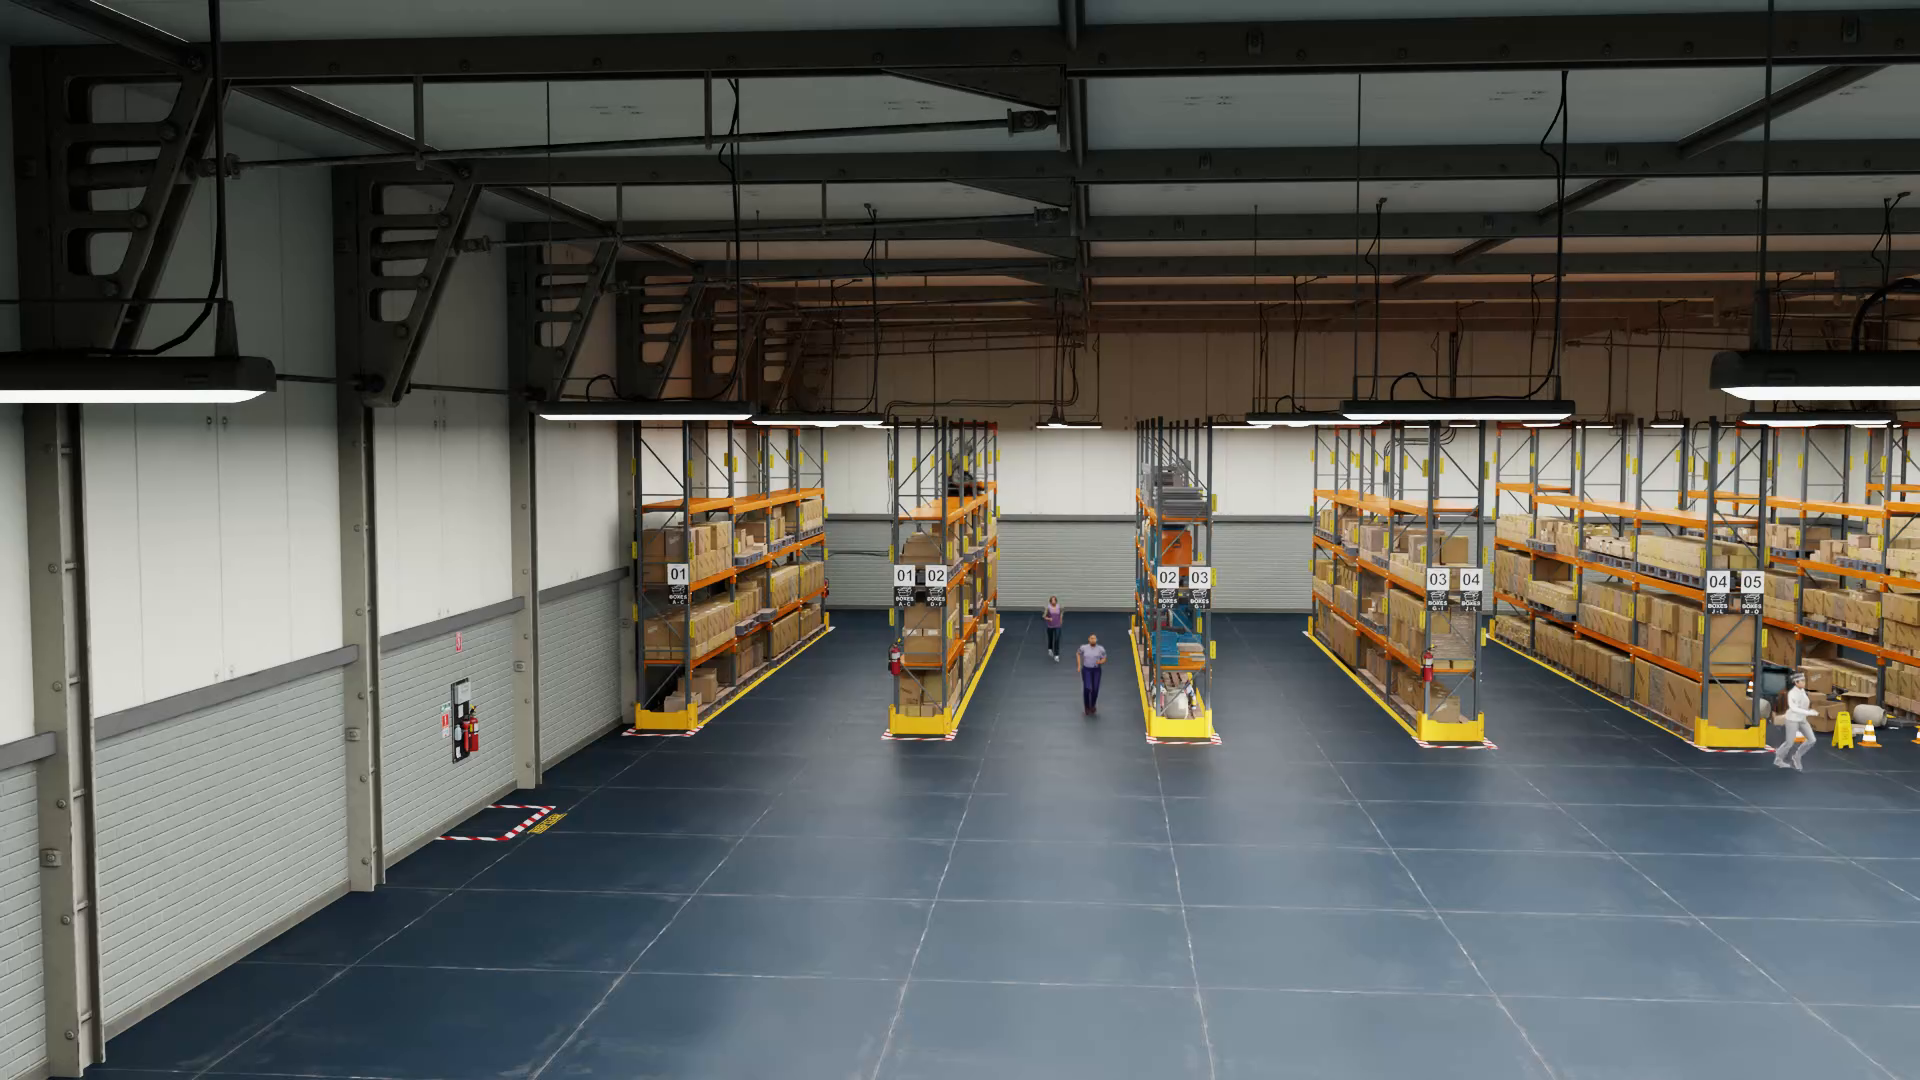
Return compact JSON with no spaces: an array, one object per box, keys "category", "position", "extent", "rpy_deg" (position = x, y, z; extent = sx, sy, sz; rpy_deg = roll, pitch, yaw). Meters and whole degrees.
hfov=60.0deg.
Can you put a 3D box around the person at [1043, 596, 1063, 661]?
[{"category":"person","position":[2.334,2.192,41.635],"extent":[0.544,1.596,0.891],"rpy_deg":[0,4,-4]}]

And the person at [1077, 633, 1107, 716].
[{"category":"person","position":[2.669,2.728,33.618],"extent":[0.570,1.666,0.783],"rpy_deg":[0,4,-4]}]

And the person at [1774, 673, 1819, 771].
[{"category":"person","position":[14.097,3.054,27.974],"extent":[0.577,1.680,0.750],"rpy_deg":[-2,4,-33]}]
